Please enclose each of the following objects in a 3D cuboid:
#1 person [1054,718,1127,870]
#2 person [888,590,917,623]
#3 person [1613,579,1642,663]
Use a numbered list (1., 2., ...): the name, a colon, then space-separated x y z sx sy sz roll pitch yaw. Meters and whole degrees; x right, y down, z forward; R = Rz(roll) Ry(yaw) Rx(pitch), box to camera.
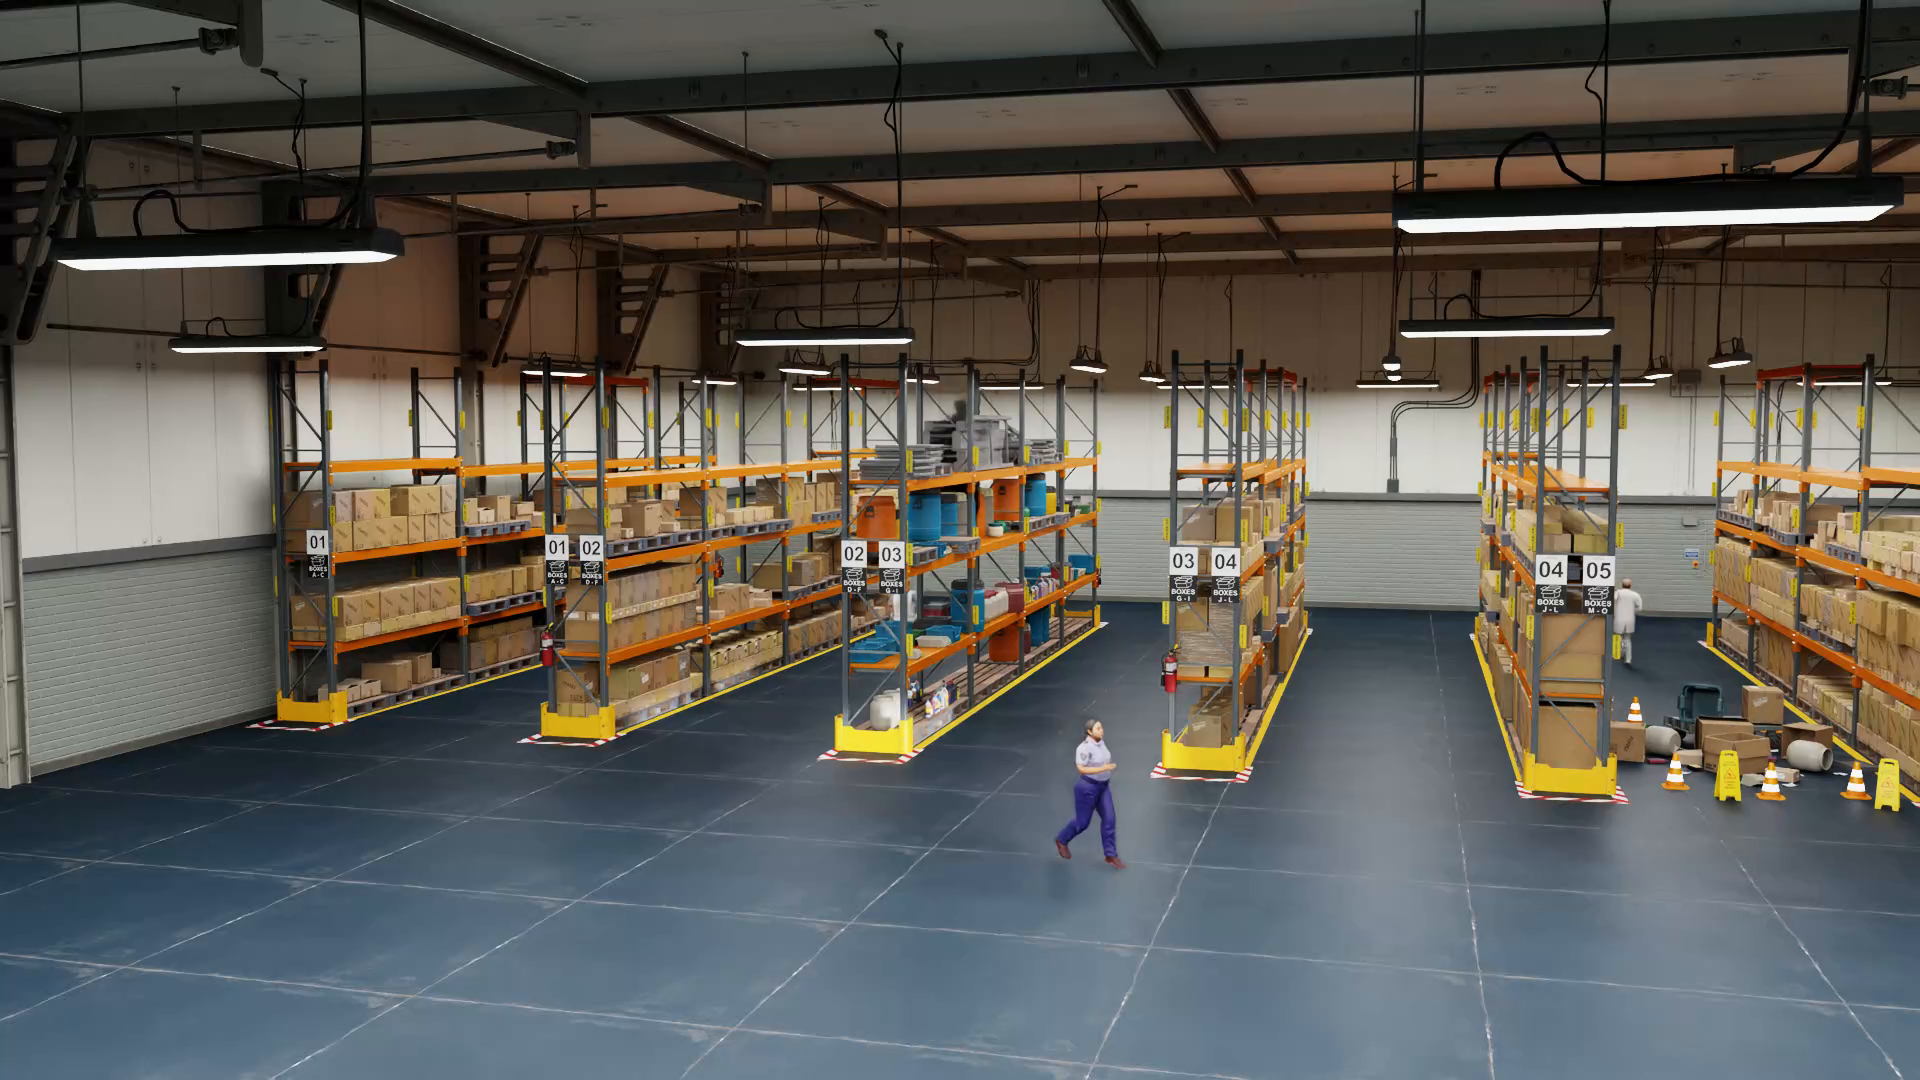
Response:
1. person: 1.466 2.819 18.658 0.903 1.654 0.632 3 5 39
2. person: -1.076 1.564 31.749 0.685 1.748 0.599 1 4 15
3. person: 13.723 1.662 34.421 0.741 1.738 0.766 1 4 12
